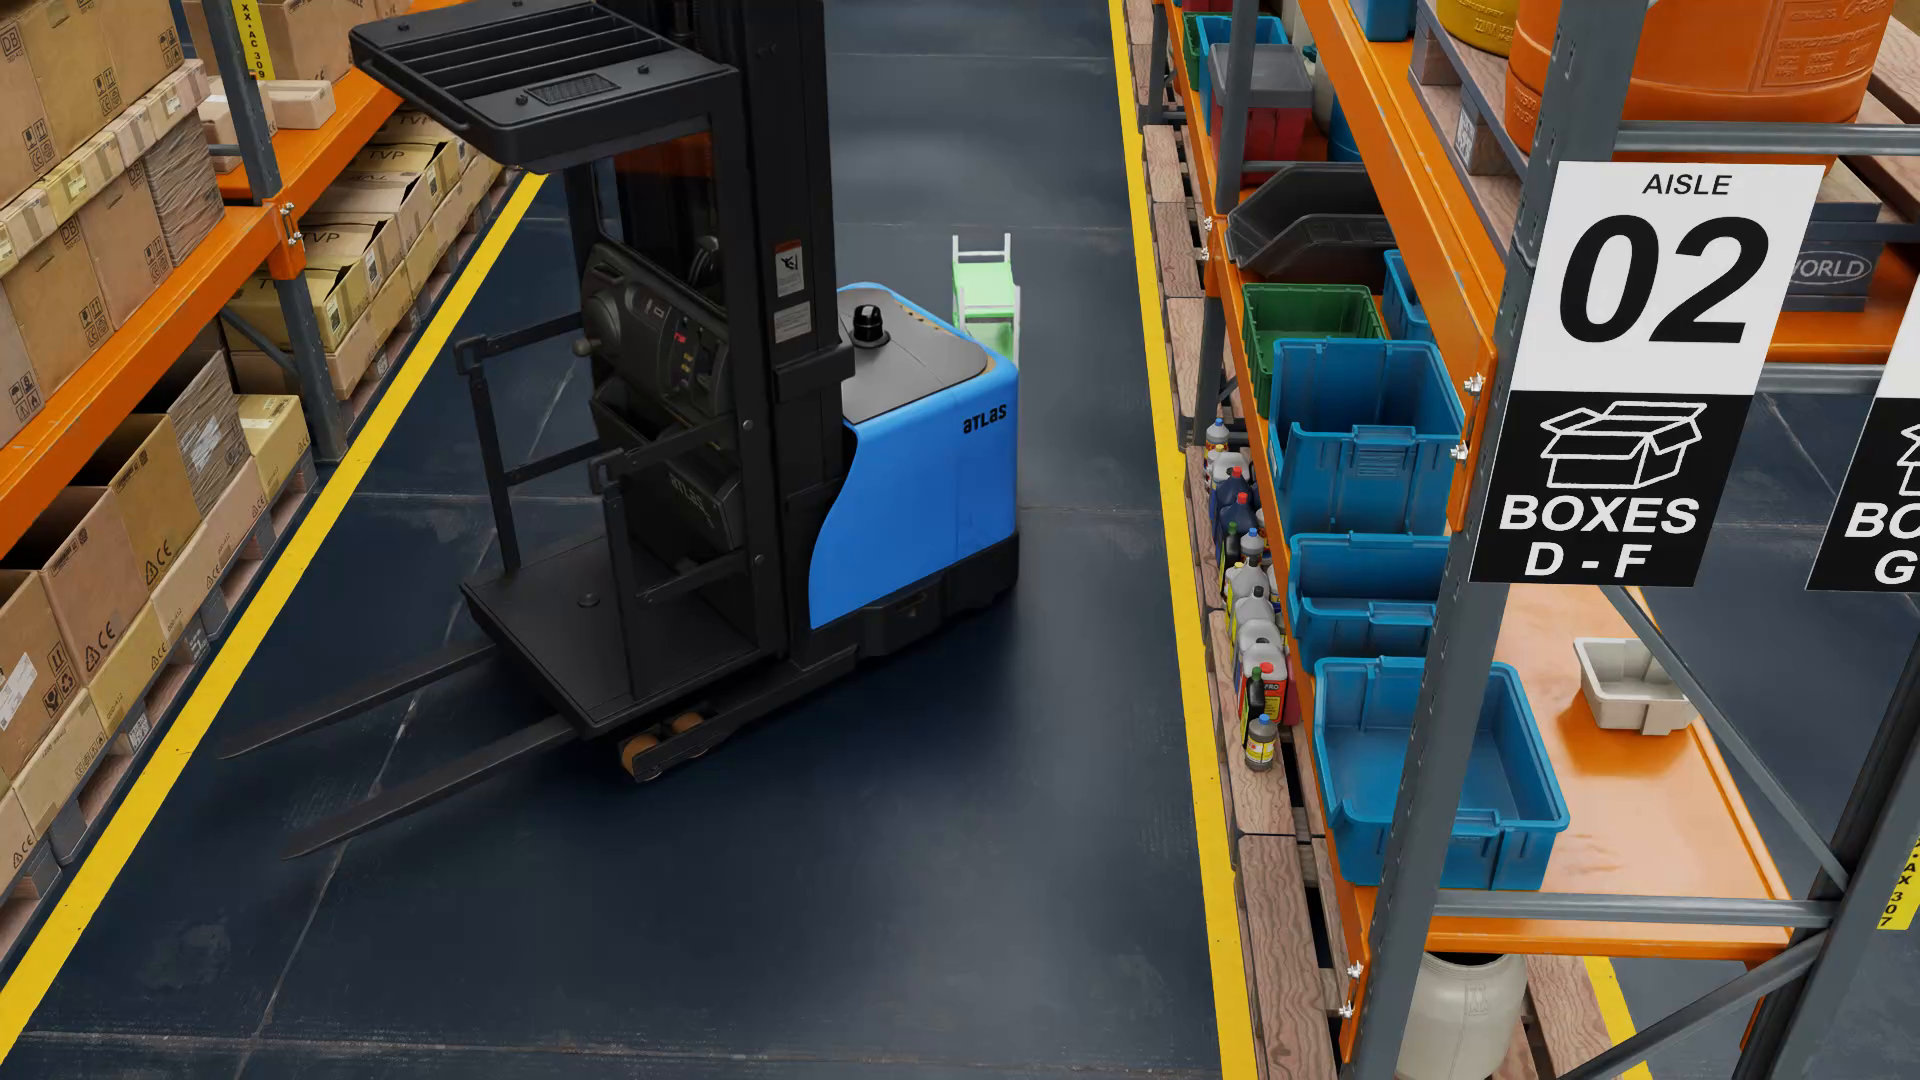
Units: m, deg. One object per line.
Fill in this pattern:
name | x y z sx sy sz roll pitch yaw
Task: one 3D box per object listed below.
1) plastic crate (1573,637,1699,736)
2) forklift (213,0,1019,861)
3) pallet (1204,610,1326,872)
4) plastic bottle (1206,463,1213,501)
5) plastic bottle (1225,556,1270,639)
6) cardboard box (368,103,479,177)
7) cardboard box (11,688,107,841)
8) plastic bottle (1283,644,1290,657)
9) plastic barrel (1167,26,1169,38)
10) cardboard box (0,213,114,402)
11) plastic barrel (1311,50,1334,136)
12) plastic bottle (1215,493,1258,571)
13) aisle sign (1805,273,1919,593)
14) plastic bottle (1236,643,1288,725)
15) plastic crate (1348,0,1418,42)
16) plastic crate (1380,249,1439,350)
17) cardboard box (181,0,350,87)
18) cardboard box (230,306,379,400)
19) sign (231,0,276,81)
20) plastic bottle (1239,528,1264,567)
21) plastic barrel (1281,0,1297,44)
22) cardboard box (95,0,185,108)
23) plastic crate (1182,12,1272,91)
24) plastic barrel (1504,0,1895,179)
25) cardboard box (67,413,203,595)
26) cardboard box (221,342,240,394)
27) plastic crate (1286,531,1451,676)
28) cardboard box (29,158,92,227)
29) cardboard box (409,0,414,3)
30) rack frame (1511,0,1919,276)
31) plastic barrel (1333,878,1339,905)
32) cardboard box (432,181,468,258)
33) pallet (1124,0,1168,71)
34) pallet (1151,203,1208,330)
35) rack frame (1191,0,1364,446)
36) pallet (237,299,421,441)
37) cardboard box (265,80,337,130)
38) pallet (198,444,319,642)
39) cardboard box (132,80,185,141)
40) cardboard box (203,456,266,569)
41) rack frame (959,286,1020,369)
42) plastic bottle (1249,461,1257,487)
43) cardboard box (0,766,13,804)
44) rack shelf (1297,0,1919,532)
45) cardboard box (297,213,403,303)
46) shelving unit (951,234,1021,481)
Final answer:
plastic crate | 1.758 0.387 4.320 0.298 0.136 0.250 1 35 2
forklift | -1.225 -0.674 5.660 3.031 2.935 1.130 -25 42 -31
pallet | 1.447 0.716 6.047 1.003 0.211 1.213 1 35 2
plastic bottle | 1.102 -0.258 7.059 0.097 0.201 0.097 0 35 0
plastic bottle | 1.090 0.198 6.280 0.144 0.351 0.185 1 35 2
cardboard box | -3.040 -2.308 9.464 0.500 0.311 0.500 1 35 2
cardboard box | -3.268 0.745 5.608 0.500 0.250 0.500 1 35 2
plastic bottle | 1.205 0.454 6.047 0.097 0.201 0.097 0 35 0
plastic barrel | 1.770 -3.926 11.960 0.600 0.588 0.708 1 35 2
cardboard box | -3.438 -0.823 5.726 0.700 0.500 0.500 2 35 3
plastic barrel | 1.819 -2.113 7.529 0.433 0.535 0.433 0 35 0
plastic bottle | 1.107 -0.046 6.628 0.144 0.351 0.185 0 35 0
aisle sign | 1.691 -0.230 2.707 0.394 0.787 0.004 1 35 2
plastic bottle | 1.074 0.511 5.901 0.152 0.276 0.135 2 35 2
plastic crate | 1.177 -1.538 4.234 0.392 0.384 0.575 1 35 2
plastic crate | 1.788 -0.809 5.922 0.499 0.251 0.616 1 35 2
cardboard box | -3.319 -2.413 7.988 0.500 0.500 0.500 4 35 5
cardboard box | -3.124 -0.902 7.951 0.500 0.250 0.500 1 35 1
sign | -2.833 -2.004 6.670 0.100 0.325 0.005 1 35 2
plastic bottle | 1.138 0.072 6.529 0.097 0.271 0.097 0 35 0
plastic barrel | 1.866 -2.783 8.483 0.433 0.535 0.433 0 35 0
cardboard box | -3.399 -1.946 6.194 0.700 0.500 0.500 1 35 2
plastic crate | 1.349 -2.433 8.287 0.450 0.188 0.662 1 35 2
plastic barrel | 1.293 -1.071 2.818 0.600 0.830 0.708 1 35 2
cardboard box | -3.236 -0.137 6.210 0.500 0.500 0.500 1 35 2
cardboard box | -3.661 -0.921 7.978 0.500 0.250 0.500 1 35 1
plastic crate | 1.154 0.179 4.516 0.499 0.251 0.408 1 35 2
cardboard box | -3.227 -1.190 5.683 0.380 0.149 0.250 1 35 2
cardboard box | -3.222 -3.090 9.257 0.380 0.149 0.250 4 35 5
rack frame | 1.401 -1.669 1.798 1.000 3.000 0.127 1 35 2
plastic barrel | 1.371 0.964 5.068 0.421 0.512 0.421 0 35 0
cardboard box | -3.063 -1.785 9.208 0.500 0.250 0.500 2 35 3
pallet | 1.764 -3.823 12.506 1.003 0.211 1.213 1 35 2
pallet | 1.600 -1.526 9.238 1.003 0.211 1.213 1 35 2
rack frame | 1.561 -1.512 6.793 1.000 3.000 0.127 1 35 2
pallet | -3.397 -0.912 8.365 1.003 0.211 1.213 1 35 2
cardboard box | -3.148 -2.031 7.749 0.380 0.149 0.250 1 35 2
pallet | -3.462 -0.032 7.112 1.003 0.211 1.213 1 35 2
cardboard box | -3.197 -1.632 6.313 0.380 0.149 0.250 1 35 1
cardboard box | -3.218 -0.117 6.834 0.500 0.250 0.500 1 35 2
rack frame | 0.118 -0.509 6.930 0.240 1.200 0.015 -2 35 -3
plastic bottle | 1.231 -0.220 6.934 0.061 0.283 0.133 1 35 2
cardboard box | -3.286 0.725 4.983 0.500 0.500 0.500 1 35 2
rack shelf | 1.481 -1.296 4.503 1.077 0.370 4.000 1 35 2
cardboard box | -3.097 -1.424 8.206 0.500 0.311 0.500 1 35 1
shelving unit | 0.104 -0.649 7.130 0.258 1.200 0.503 -2 35 -3
